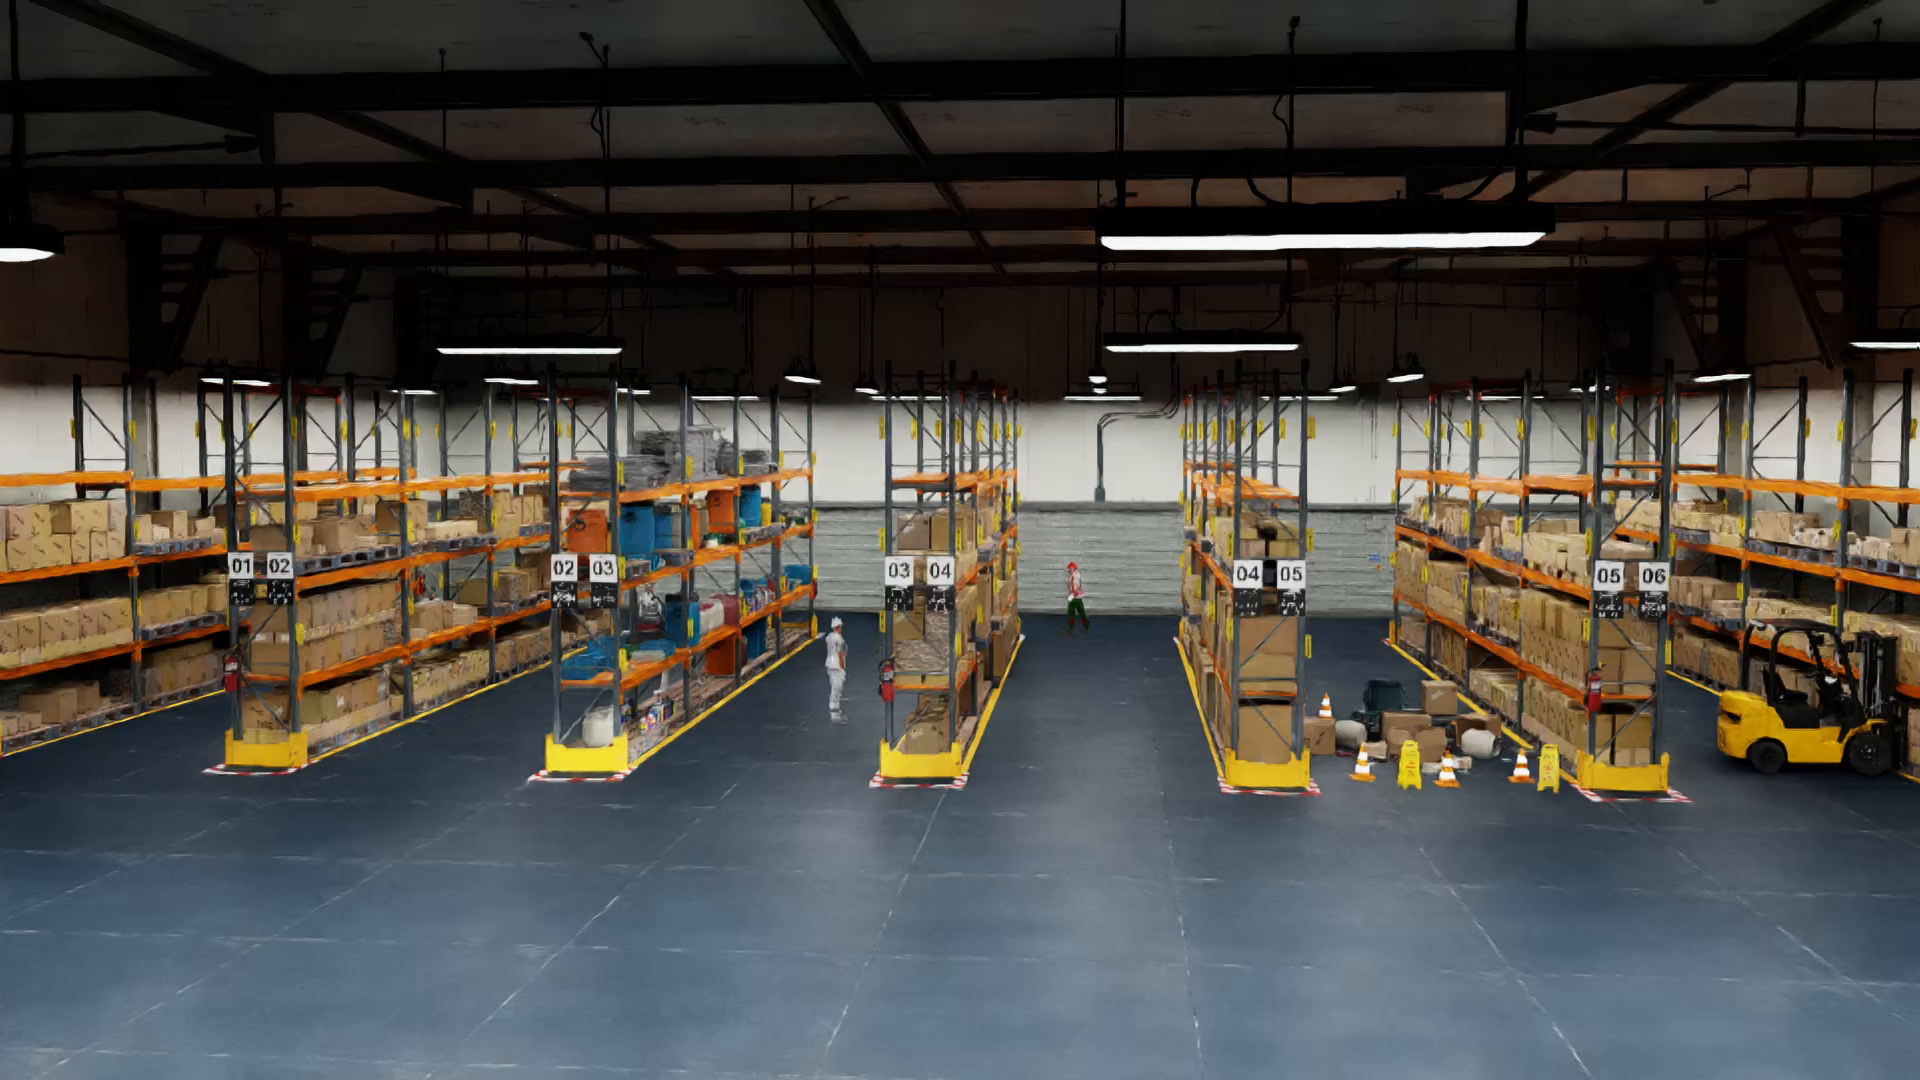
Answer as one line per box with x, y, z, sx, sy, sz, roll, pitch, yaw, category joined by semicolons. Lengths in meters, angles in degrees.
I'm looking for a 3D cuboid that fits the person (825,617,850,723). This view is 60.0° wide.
-2.069;2.215;28.521;0.442;1.792;0.606;-2;4;-25;person

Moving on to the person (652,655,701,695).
-5.305;2.051;31.334;0.636;1.741;1.053;2;4;26;person

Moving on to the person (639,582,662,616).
-7.029;1.711;37.609;0.490;1.586;1.073;0;4;7;person

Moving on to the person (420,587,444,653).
-11.248;1.814;35.493;0.540;1.676;1.120;0;4;3;person

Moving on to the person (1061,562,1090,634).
2.855;1.423;41.049;0.711;1.786;0.552;-2;4;-23;person
